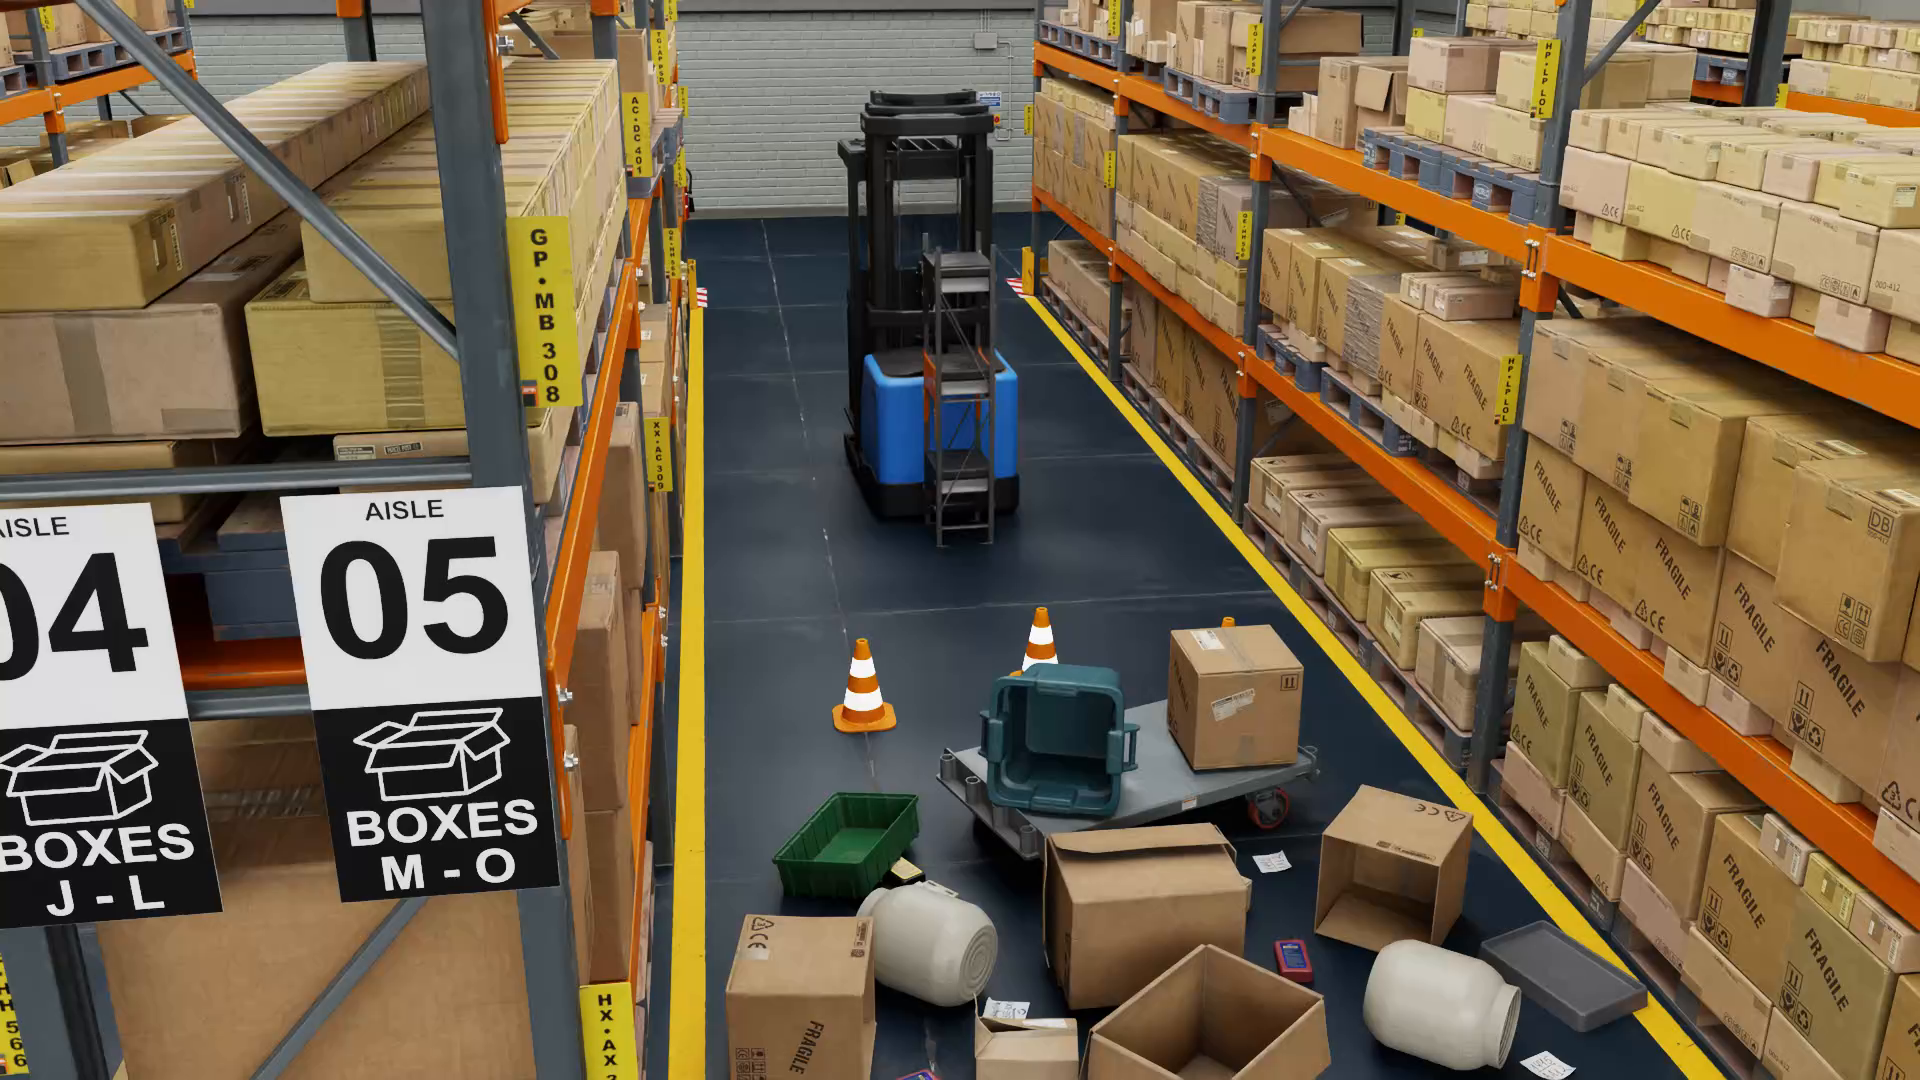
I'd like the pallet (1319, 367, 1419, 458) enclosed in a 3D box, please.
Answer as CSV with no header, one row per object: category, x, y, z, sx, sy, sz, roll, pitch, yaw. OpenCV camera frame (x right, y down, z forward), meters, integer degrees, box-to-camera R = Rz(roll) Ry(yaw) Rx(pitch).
pallet,2.808,-0.785,9.806,1.003,0.211,1.213,-3,21,-8

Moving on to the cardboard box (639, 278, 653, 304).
cardboard box,-2.273,-1.670,11.234,0.380,0.149,0.250,-2,21,-5

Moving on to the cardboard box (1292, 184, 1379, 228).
cardboard box,2.653,-2.257,11.900,0.500,0.500,0.500,-4,21,-10

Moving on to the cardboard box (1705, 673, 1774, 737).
cardboard box,3.025,0.598,6.186,0.380,0.149,0.250,-3,21,-8

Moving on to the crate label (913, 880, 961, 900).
crate label,-0.144,1.603,7.229,0.250,0.136,0.298,17,27,39

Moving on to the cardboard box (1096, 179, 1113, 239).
cardboard box,1.585,-3.138,15.688,0.500,0.500,0.500,-3,21,-7

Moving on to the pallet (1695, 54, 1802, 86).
pallet,6.993,-3.924,13.917,1.213,0.211,1.003,-3,21,-8

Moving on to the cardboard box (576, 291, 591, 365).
cardboard box,-1.127,-0.520,4.149,0.380,0.149,0.250,-3,21,-8

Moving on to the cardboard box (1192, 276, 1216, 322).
cardboard box,2.063,-1.826,12.534,0.500,0.250,0.500,-3,21,-7

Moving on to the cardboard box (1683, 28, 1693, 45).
cardboard box,6.602,-4.429,14.615,0.380,0.149,0.250,-3,21,-7

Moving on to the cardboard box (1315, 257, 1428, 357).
cardboard box,2.483,-1.410,10.037,0.500,0.500,0.500,-3,21,-7

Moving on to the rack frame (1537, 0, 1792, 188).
rack frame,3.058,-2.984,6.845,1.000,3.000,0.127,-3,21,-8

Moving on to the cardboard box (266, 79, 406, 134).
cardboard box,-1.998,-1.387,5.331,0.380,0.149,0.250,-3,21,-9

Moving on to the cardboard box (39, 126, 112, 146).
cardboard box,-8.523,-3.717,16.099,0.500,0.500,0.500,-3,21,-9

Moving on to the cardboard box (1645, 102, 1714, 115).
cardboard box,3.371,-1.928,7.918,0.500,0.250,0.500,-3,21,-9

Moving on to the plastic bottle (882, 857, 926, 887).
plastic bottle,-0.292,1.507,7.594,0.133,0.061,0.283,-15,25,-35

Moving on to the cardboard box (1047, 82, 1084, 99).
cardboard box,1.138,-4.828,17.856,0.380,0.149,0.250,-2,21,-6

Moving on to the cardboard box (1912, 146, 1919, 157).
cardboard box,3.574,-1.290,5.816,0.380,0.149,0.250,-3,21,-7

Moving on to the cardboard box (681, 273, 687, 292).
cardboard box,-3.017,-2.657,17.167,0.380,0.149,0.250,-2,21,-6

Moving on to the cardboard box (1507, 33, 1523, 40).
cardboard box,6.118,-5.385,17.918,0.380,0.149,0.250,-3,21,-8

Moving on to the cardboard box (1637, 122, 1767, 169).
cardboard box,2.876,-1.529,6.455,0.380,0.149,0.250,-4,21,-10

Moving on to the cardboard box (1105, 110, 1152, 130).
cardboard box,1.546,-3.853,15.247,0.380,0.149,0.250,-3,21,-9

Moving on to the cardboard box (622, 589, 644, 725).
cardboard box,-1.659,0.357,6.259,0.875,0.550,0.550,-3,21,-8

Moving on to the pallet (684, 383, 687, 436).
pallet,-2.865,-1.083,14.314,1.003,0.211,1.213,-3,21,-8

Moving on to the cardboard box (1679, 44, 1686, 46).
cardboard box,7.025,-4.859,15.941,0.500,0.250,0.500,-3,21,-9

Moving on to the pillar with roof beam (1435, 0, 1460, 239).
pillar with roof beam,2.483,-8.152,20.682,9.100,9.000,0.400,-3,21,-8

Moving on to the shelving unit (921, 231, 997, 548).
shelving unit,-0.009,-1.024,11.458,0.431,2.100,0.503,-4,21,-10

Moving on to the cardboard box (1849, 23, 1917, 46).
cardboard box,7.034,-3.852,12.674,0.380,0.149,0.250,-3,21,-9

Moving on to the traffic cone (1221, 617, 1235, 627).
traffic cone,1.494,0.656,9.298,0.336,0.463,0.334,-3,21,-8

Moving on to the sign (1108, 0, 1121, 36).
sign,1.356,-4.600,14.605,0.100,0.325,0.005,-3,21,-8

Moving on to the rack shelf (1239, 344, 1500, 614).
rack shelf,2.770,-0.529,9.874,1.077,0.370,4.000,-3,21,-8

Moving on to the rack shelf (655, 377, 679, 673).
rack shelf,-2.114,-0.245,9.112,1.077,0.370,4.000,-3,21,-8

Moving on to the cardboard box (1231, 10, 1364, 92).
cardboard box,2.278,-3.332,11.315,0.797,0.503,0.637,-4,21,-11

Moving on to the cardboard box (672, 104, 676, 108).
cardboard box,-2.934,-3.837,15.705,0.500,0.500,0.500,-3,21,-7

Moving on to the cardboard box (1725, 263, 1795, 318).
cardboard box,2.960,-0.890,5.884,0.380,0.149,0.250,-3,21,-9

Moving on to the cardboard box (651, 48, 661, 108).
cardboard box,-2.221,-2.937,10.863,0.500,0.500,0.500,-3,21,-8

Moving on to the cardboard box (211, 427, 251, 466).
cardboard box,-1.668,-0.221,3.348,0.380,0.149,0.250,-3,21,-7

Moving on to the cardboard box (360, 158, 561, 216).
cardboard box,-1.054,-0.716,3.535,0.380,0.149,0.250,-3,21,-9

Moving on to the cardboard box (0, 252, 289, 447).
cardboard box,-1.596,-0.377,3.198,0.500,0.250,0.500,-3,21,-7

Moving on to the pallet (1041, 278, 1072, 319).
pallet,1.521,-2.749,18.776,1.003,0.211,1.213,-3,21,-8

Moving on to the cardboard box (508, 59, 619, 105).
cardboard box,-1.457,-1.683,6.125,0.380,0.149,0.250,-3,21,-8

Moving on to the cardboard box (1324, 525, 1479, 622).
cardboard box,2.771,0.190,10.077,0.950,0.372,0.625,-2,21,-6

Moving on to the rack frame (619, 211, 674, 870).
rack frame,-1.826,0.111,7.132,1.000,3.000,0.127,-3,21,-8

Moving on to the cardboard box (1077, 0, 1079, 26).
cardboard box,1.495,-5.415,17.024,0.500,0.311,0.500,-3,21,-7

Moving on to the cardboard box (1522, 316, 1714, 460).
cardboard box,2.907,-0.665,7.213,0.700,0.500,0.500,-3,21,-8

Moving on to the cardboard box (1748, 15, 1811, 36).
cardboard box,6.705,-4.210,13.604,0.380,0.149,0.250,-3,21,-7

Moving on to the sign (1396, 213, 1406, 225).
sign,3.017,-2.095,11.496,0.100,0.325,0.005,-3,21,-8

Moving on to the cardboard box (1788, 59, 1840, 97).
cardboard box,6.933,-3.658,13.150,0.500,0.250,0.500,-3,21,-8

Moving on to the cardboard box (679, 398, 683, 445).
cardboard box,-2.406,-0.909,12.835,0.500,0.500,0.500,-3,21,-9

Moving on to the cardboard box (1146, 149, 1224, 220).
cardboard box,1.855,-2.943,13.738,0.500,0.500,0.500,-3,21,-9

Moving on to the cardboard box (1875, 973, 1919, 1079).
cardboard box,3.261,1.687,5.170,0.500,0.500,0.500,-3,21,-7

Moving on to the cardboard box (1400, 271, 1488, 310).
cardboard box,2.593,-1.341,8.923,0.380,0.149,0.250,-4,21,-10

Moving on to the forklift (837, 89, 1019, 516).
forklift,-0.340,-2.026,12.952,1.130,2.935,3.031,-4,21,-10

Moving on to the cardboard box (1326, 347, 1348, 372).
cardboard box,2.477,-1.143,10.249,0.380,0.149,0.250,-2,21,-5

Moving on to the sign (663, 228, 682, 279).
sign,-1.853,-1.846,10.716,0.100,0.325,0.005,-3,21,-8
